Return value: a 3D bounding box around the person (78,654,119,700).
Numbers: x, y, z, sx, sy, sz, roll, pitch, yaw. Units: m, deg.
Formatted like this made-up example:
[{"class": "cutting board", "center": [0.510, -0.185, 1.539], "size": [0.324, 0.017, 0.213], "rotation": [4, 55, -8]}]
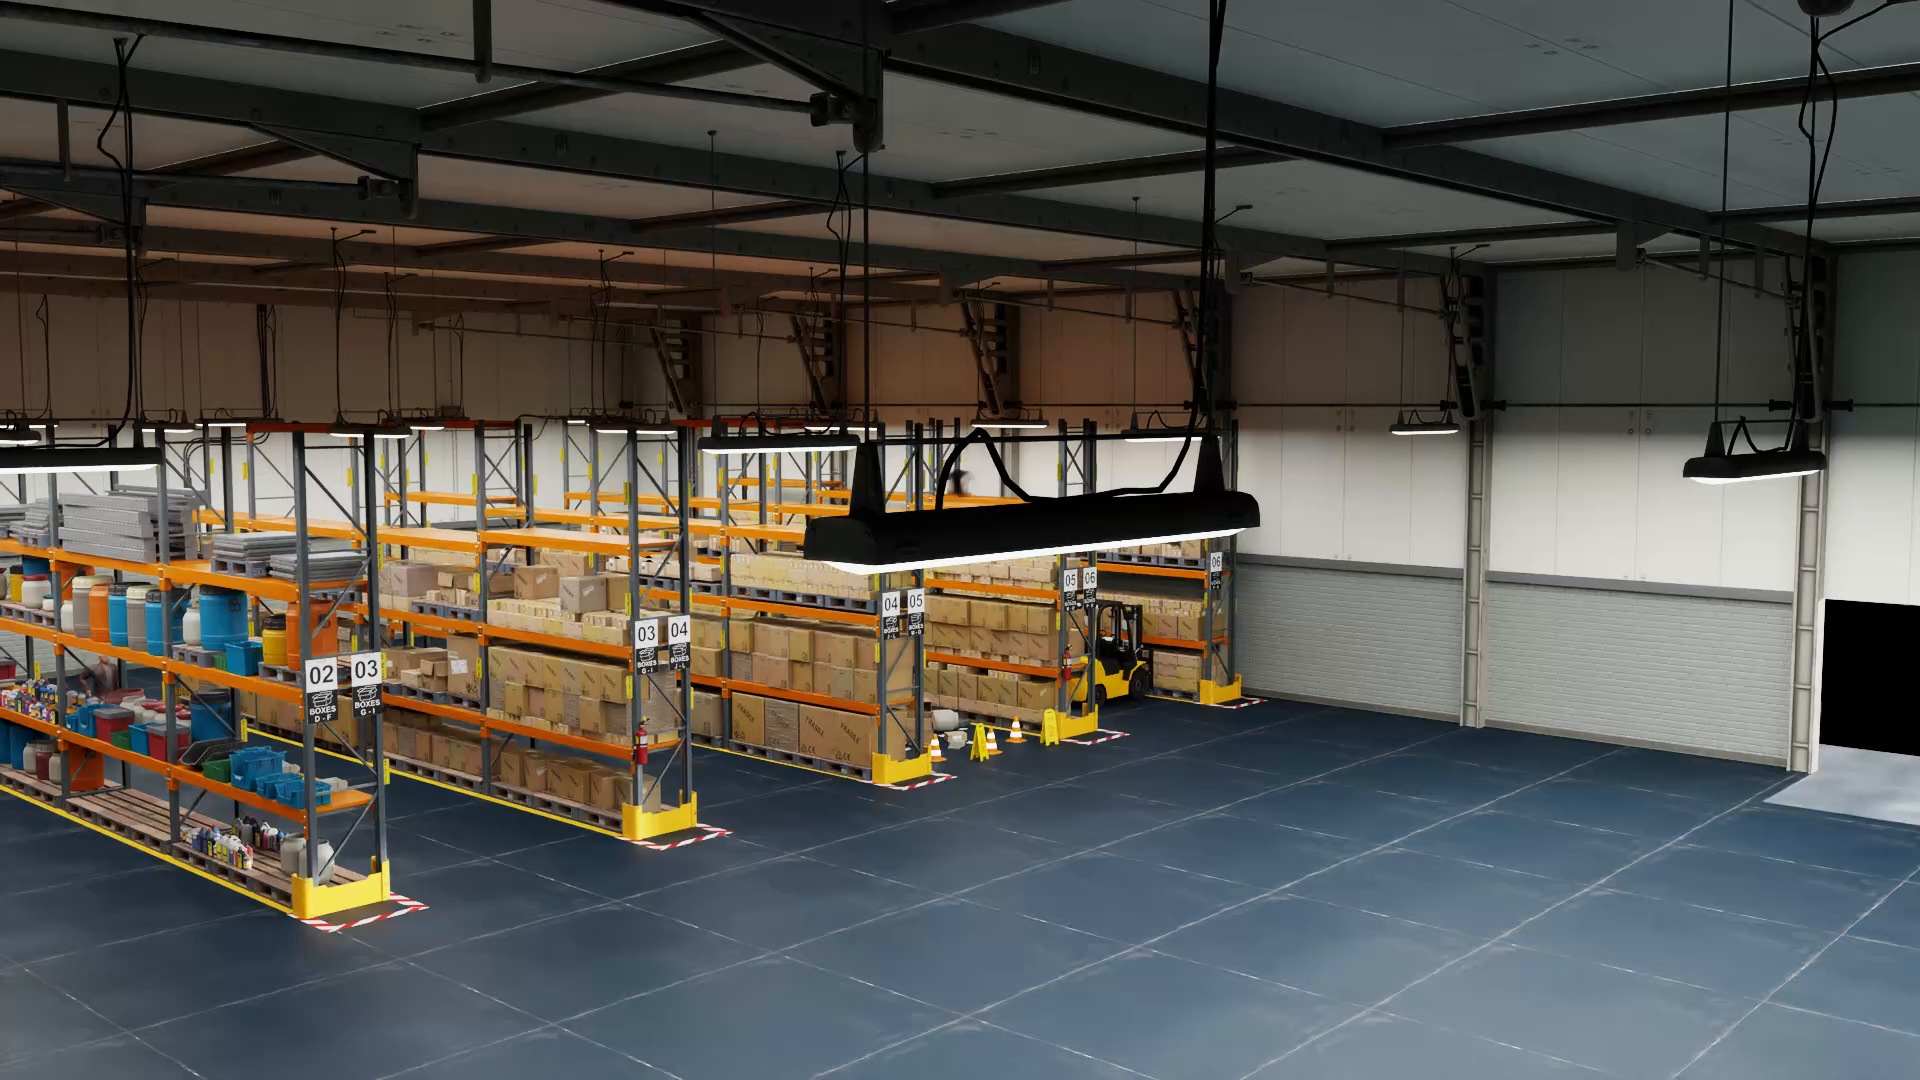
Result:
[{"class": "person", "center": [-15.770, 2.941, 30.710], "size": [0.747, 1.792, 0.700], "rotation": [3, 5, 30]}]
